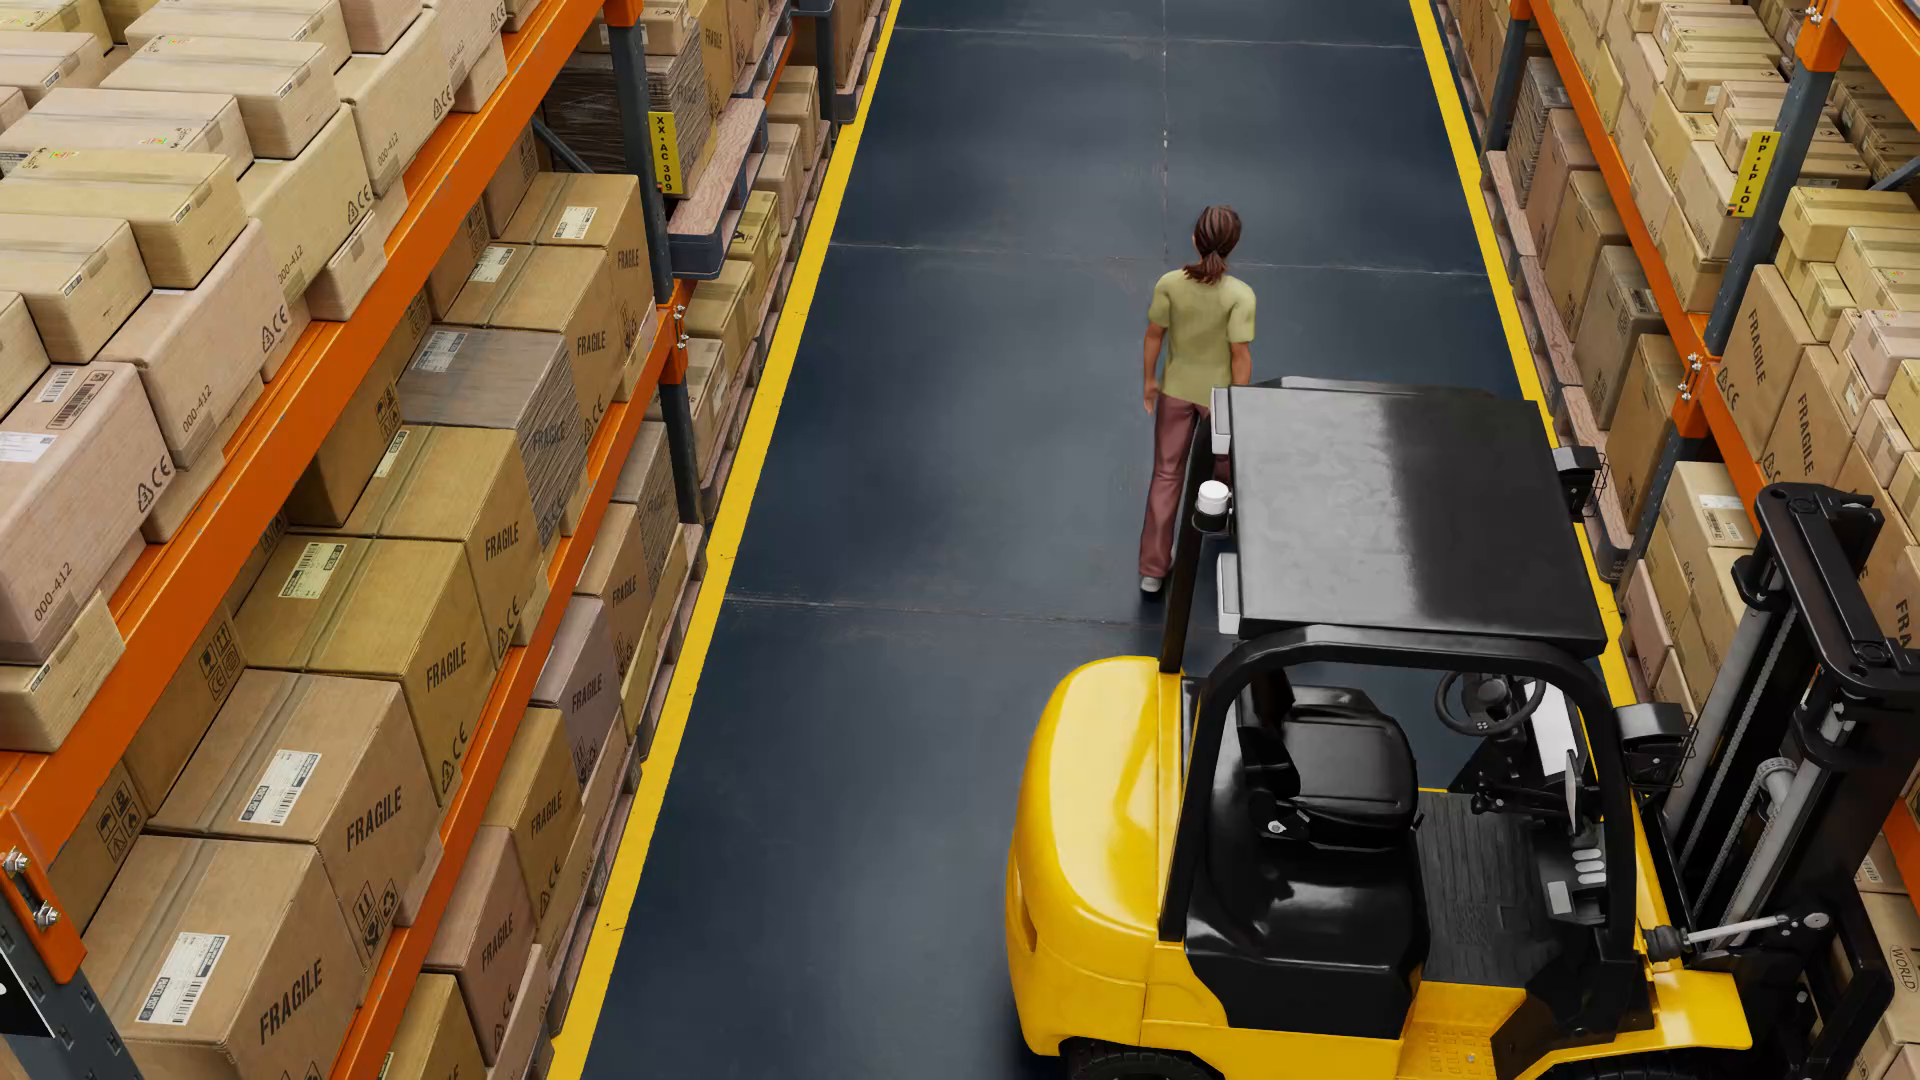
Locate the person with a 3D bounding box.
[{"bbox_3d":[1.012,-0.630,6.908,0.522,1.630,0.891,15,42,17],"label":"person"}]
